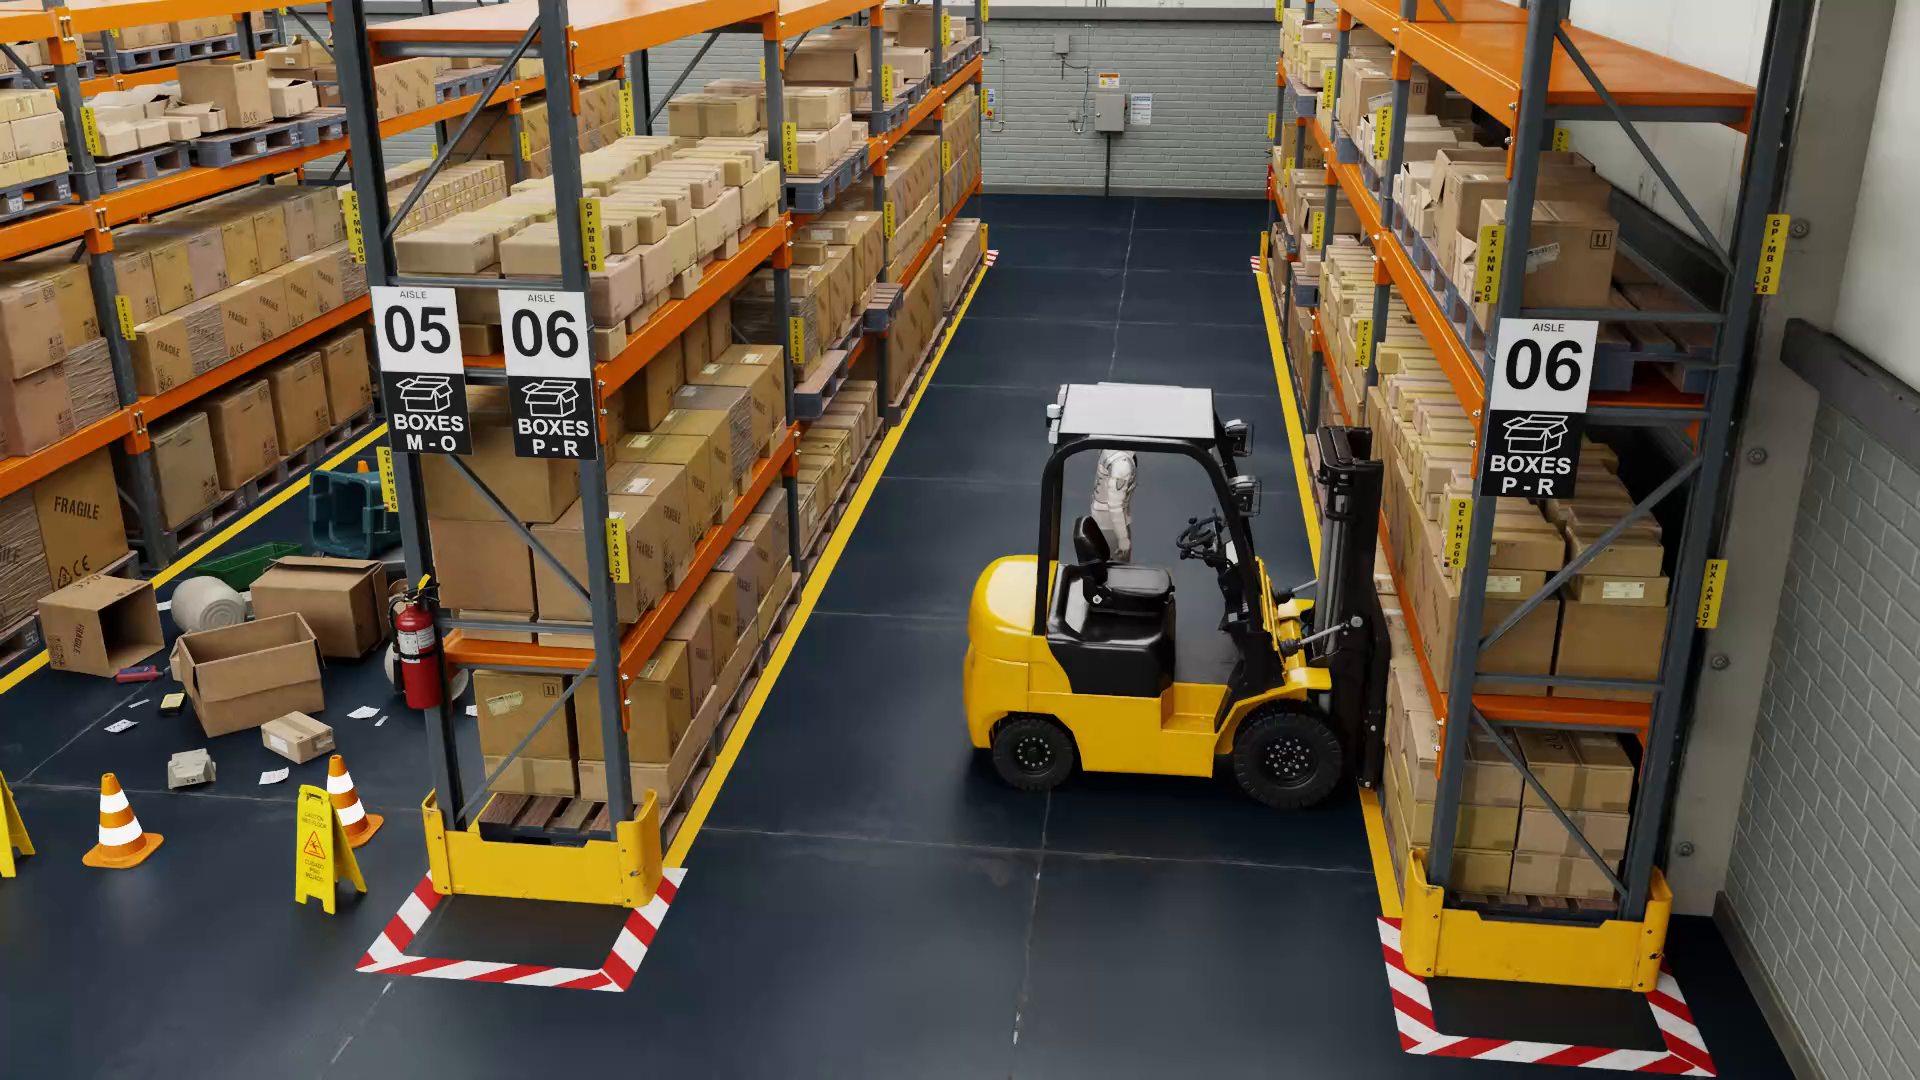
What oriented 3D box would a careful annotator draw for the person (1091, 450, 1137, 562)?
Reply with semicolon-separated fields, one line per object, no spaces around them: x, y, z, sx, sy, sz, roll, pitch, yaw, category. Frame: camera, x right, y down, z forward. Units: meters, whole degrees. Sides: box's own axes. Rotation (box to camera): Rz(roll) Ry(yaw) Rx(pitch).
1.069;-0.084;11.291;0.374;1.665;0.546;1;21;3;person
